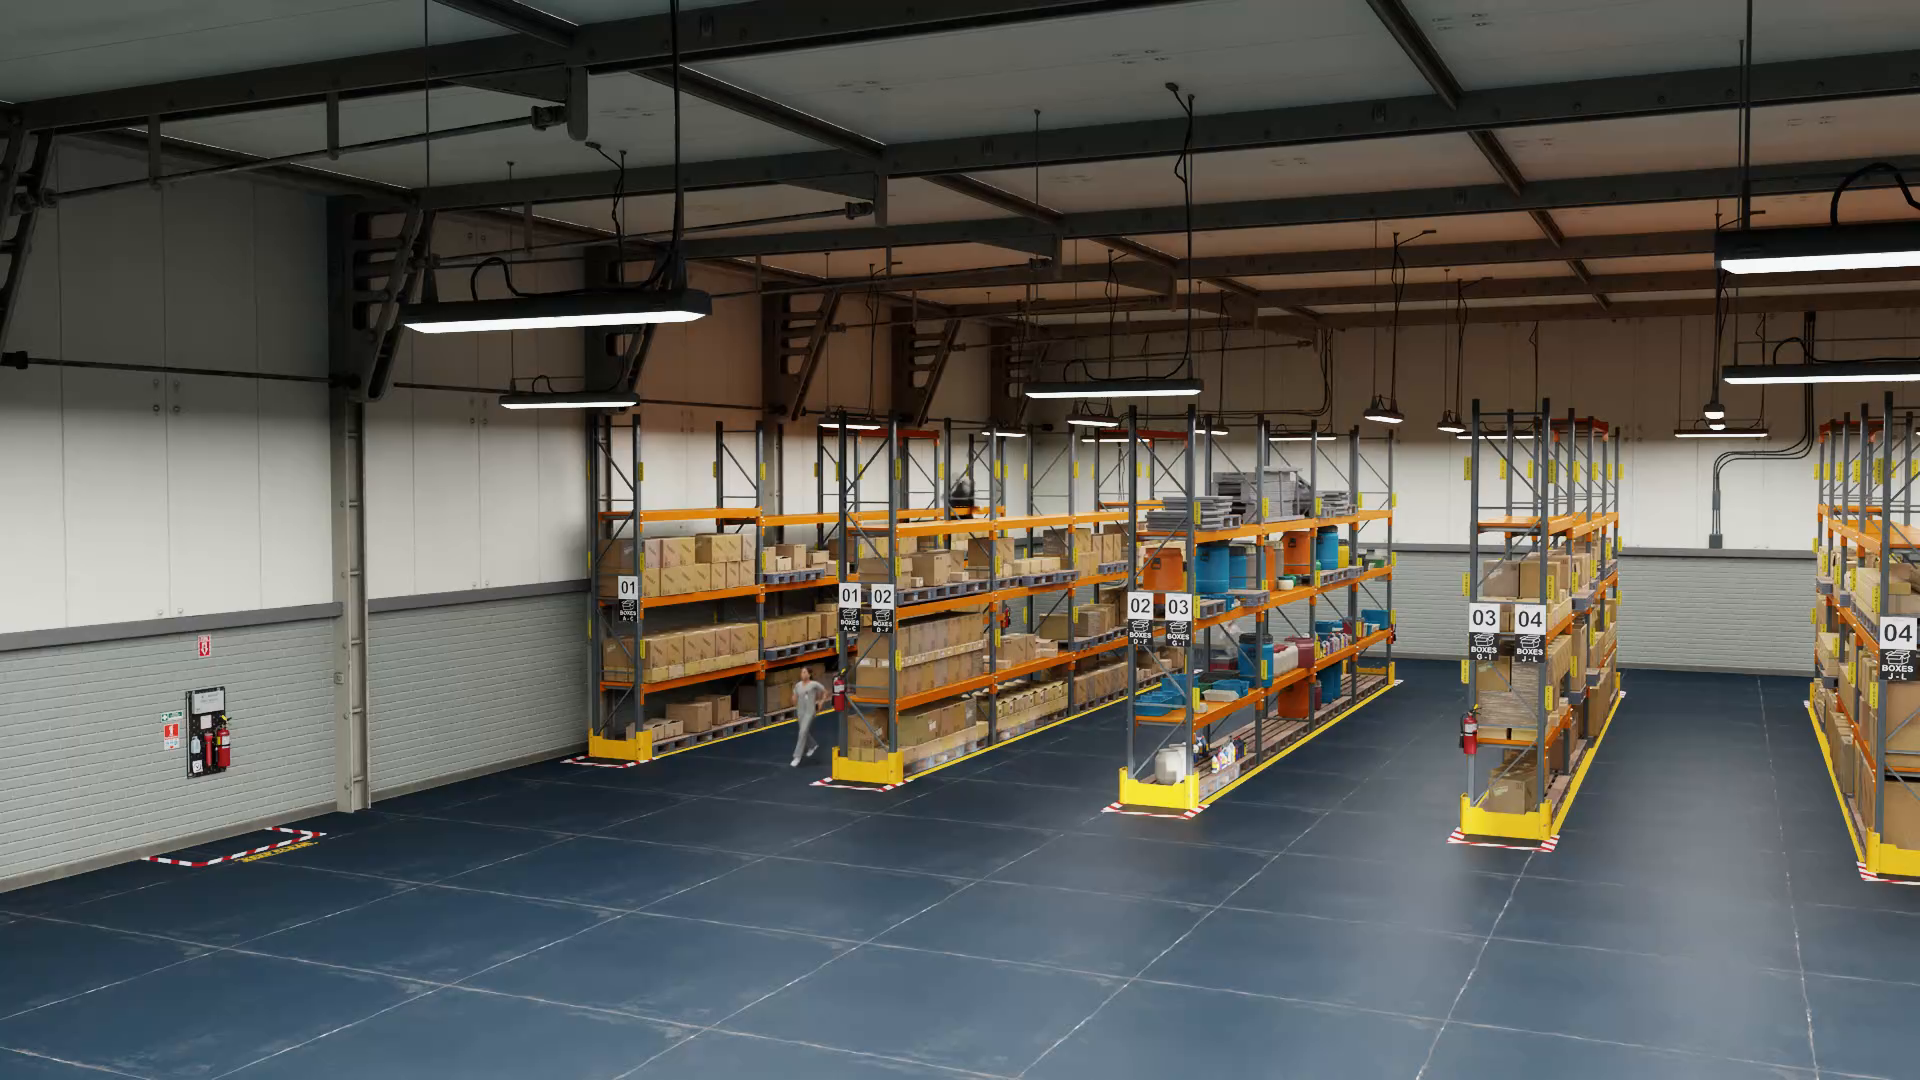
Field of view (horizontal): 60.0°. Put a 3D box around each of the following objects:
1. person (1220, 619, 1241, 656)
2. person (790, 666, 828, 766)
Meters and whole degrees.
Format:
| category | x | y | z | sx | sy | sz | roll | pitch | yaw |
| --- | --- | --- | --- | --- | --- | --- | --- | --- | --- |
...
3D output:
| category | x | y | z | sx | sy | sz | roll | pitch | yaw |
| --- | --- | --- | --- | --- | --- | --- | --- | --- | --- |
| person | 6.487 | 2.589 | 39.850 | 0.548 | 1.548 | 0.548 | 0 | 2 | 11 |
| person | -2.660 | 2.986 | 28.514 | 0.576 | 1.636 | 1.028 | 1 | 3 | 29 |
